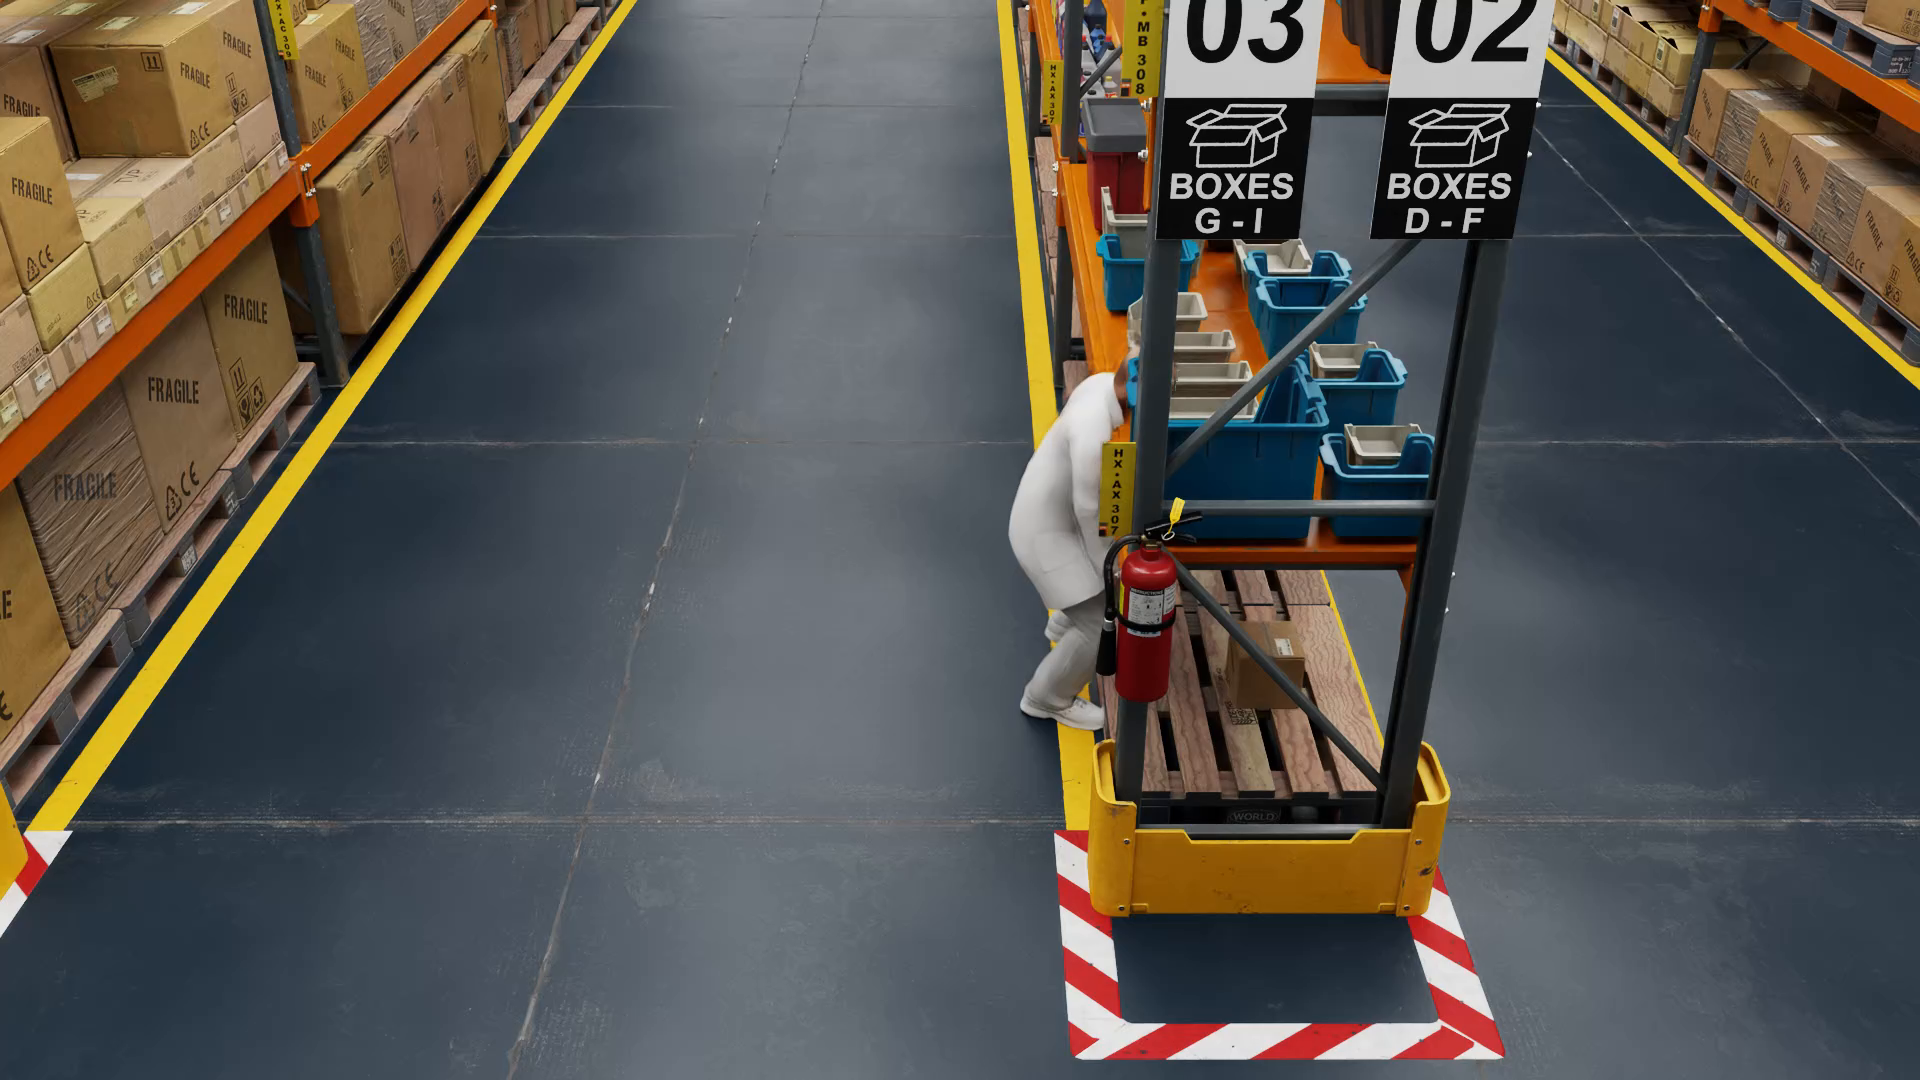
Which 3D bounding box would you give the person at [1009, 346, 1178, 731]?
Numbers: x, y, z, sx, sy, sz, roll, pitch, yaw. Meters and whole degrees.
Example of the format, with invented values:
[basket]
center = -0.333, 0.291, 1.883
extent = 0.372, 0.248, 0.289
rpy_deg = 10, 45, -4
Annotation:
[person]
center = 0.496, -0.040, 6.406
extent = 0.590, 1.587, 0.623
rpy_deg = 9, 32, 15
